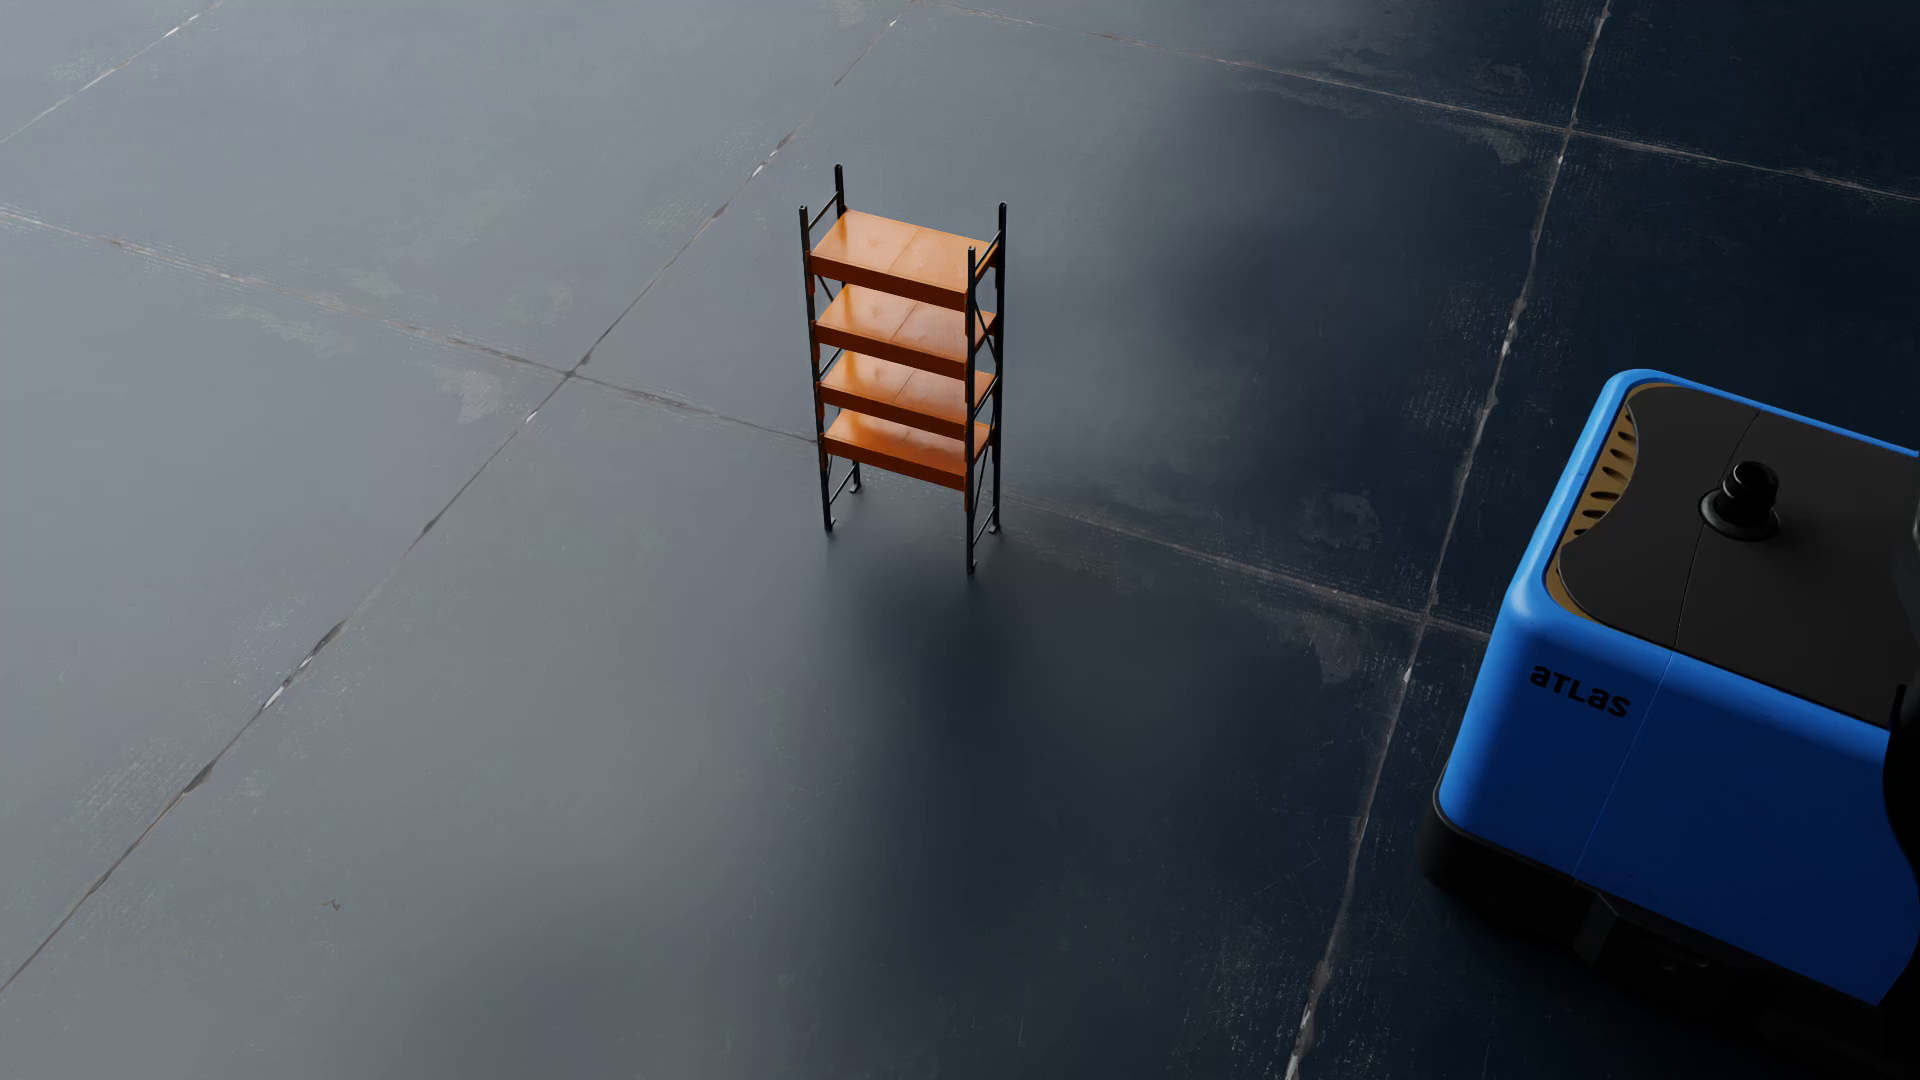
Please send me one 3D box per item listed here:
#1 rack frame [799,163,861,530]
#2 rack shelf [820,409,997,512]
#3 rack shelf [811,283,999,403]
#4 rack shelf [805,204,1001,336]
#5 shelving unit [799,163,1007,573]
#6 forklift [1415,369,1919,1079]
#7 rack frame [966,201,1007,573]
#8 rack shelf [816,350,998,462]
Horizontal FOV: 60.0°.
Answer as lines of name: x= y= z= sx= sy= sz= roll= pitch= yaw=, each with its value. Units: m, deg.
rack frame: x=-0.378 y=-0.537 z=4.939 sx=0.015 sy=1.200 sz=0.240 roll=16 pitch=47 yaw=16
rack shelf: x=-0.153 y=-0.282 z=5.059 sx=0.480 sy=0.148 sz=0.258 roll=16 pitch=47 yaw=16
rack shelf: x=-0.153 y=-0.581 z=4.762 sx=0.480 sy=0.148 sz=0.258 roll=16 pitch=47 yaw=16
rack shelf: x=-0.153 y=-0.749 z=4.595 sx=0.480 sy=0.148 sz=0.258 roll=16 pitch=47 yaw=16
shelving unit: x=-0.153 y=-0.470 z=4.872 sx=0.503 sy=1.200 sz=0.258 roll=16 pitch=47 yaw=16
forklift: x=2.716 y=0.083 z=3.089 sx=3.031 sy=2.935 sz=1.130 roll=22 pitch=49 yaw=21
rack frame: x=0.072 y=-0.404 z=4.805 sx=0.015 sy=1.200 sz=0.240 roll=16 pitch=47 yaw=16
rack shelf: x=-0.153 y=-0.423 z=4.919 sx=0.480 sy=0.148 sz=0.258 roll=16 pitch=47 yaw=16
